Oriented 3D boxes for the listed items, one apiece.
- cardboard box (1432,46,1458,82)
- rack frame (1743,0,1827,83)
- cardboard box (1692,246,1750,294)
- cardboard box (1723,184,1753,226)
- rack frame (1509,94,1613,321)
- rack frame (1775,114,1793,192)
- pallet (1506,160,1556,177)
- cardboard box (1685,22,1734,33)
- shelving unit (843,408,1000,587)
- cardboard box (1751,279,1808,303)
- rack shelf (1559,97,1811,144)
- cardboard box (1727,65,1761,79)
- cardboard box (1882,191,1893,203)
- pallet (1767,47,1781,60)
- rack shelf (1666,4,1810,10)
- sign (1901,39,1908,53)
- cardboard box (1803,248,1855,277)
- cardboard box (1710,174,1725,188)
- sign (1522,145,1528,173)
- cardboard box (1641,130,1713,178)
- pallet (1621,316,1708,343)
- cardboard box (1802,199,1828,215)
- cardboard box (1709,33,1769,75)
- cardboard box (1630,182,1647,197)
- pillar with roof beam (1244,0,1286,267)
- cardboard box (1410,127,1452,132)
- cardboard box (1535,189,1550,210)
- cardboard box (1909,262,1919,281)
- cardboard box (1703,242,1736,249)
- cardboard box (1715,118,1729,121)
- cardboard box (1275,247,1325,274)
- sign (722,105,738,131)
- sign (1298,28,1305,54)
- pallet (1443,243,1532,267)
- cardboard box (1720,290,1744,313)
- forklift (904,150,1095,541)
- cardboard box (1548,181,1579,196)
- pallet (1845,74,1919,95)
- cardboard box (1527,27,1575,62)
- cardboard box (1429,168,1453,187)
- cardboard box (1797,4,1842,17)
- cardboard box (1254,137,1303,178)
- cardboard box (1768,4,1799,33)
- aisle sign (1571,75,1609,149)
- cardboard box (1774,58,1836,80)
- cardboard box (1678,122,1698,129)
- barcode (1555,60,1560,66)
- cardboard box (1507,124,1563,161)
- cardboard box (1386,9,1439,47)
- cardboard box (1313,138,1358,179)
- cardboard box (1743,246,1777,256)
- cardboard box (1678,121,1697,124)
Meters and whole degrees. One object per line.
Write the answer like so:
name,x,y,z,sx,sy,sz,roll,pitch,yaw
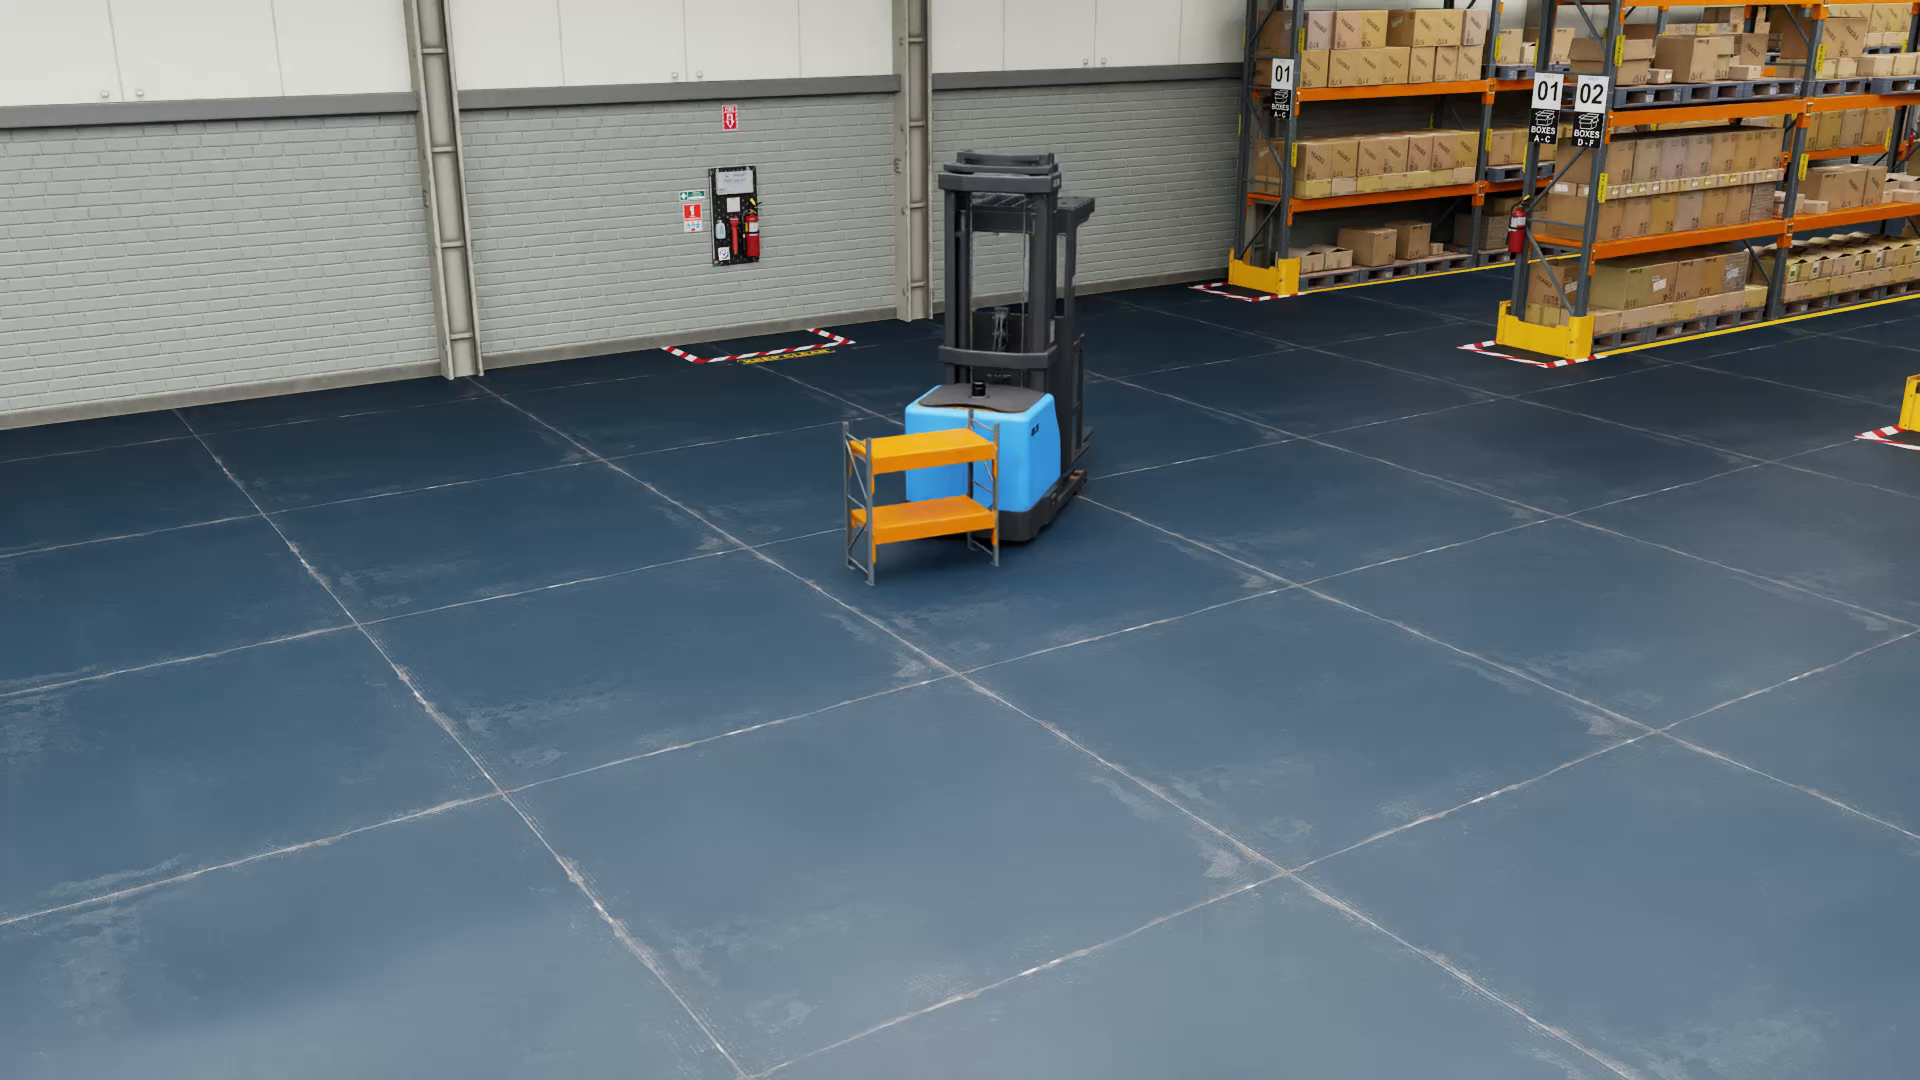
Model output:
cardboard box,6.927,-6.985,24.351,0.500,0.500,0.500,-14,23,-36
rack frame,10.370,-7.265,20.684,0.127,3.000,1.000,-12,22,-31
cardboard box,9.679,-3.450,21.232,0.500,0.500,0.500,-12,22,-31
cardboard box,9.566,-4.296,21.113,0.500,0.500,0.700,-12,22,-32
rack frame,7.029,-3.719,19.561,0.127,3.000,1.000,-12,22,-31
rack frame,14.324,-7.157,29.731,0.127,3.000,1.000,-12,22,-31
pallet,9.353,-6.002,26.613,1.213,0.211,1.003,-12,22,-31
cardboard box,12.646,-8.522,28.241,0.500,0.500,0.700,-12,22,-31
shelving unit,-0.287,-0.332,12.471,1.048,1.125,0.538,-8,20,-23
cardboard box,10.843,-3.324,22.032,0.500,0.250,0.500,-13,22,-33
rack shelf,8.700,-5.151,20.238,4.000,0.370,1.077,-12,22,-31
cardboard box,9.513,-5.705,20.271,0.250,0.149,0.380,-12,22,-31
cardboard box,12.677,-4.769,23.060,0.250,0.149,0.380,-10,21,-27
pallet,15.013,-8.677,29.682,1.213,0.211,1.003,-12,22,-31
rack shelf,12.654,-9.116,27.907,4.000,0.370,1.077,-12,22,-31
sign,13.414,-6.939,23.596,0.005,0.325,0.100,-12,22,-31
cardboard box,11.705,-3.770,22.474,0.500,0.311,0.500,-13,22,-33
cardboard box,9.200,-4.450,20.554,0.250,0.149,0.380,-11,22,-30
sign,6.743,-4.527,19.774,0.005,0.325,0.100,-12,22,-31
cardboard box,8.746,-4.740,20.401,0.500,0.500,0.700,-12,22,-31
pallet,8.663,-2.757,21.071,1.213,0.211,1.003,-12,22,-31
cardboard box,11.223,-4.406,21.985,0.250,0.149,0.380,-12,22,-31
cardboard box,9.804,-6.139,21.005,0.500,0.500,0.500,-10,21,-27
cardboard box,7.904,-4.176,19.744,0.250,0.149,0.380,-12,22,-31
pillar with roof beam,6.778,-7.088,20.161,0.400,9.000,9.100,-12,22,-31
cardboard box,7.135,-6.014,25.384,0.500,0.500,0.500,-13,22,-33
cardboard box,9.473,-5.515,26.921,0.500,0.250,0.500,-12,22,-32
cardboard box,13.406,-3.866,23.635,0.500,0.250,0.500,-11,22,-30
cardboard box,9.811,-3.677,21.904,0.500,0.500,0.500,-12,22,-31
cardboard box,12.791,-7.292,28.307,0.500,0.250,0.500,-12,22,-33
cardboard box,4.929,-4.076,24.128,0.500,0.311,0.500,-15,24,-37
sign,-2.747,-5.039,19.847,0.199,0.298,0.001,-12,22,-31
sign,4.600,-6.733,22.429,0.005,0.325,0.100,-12,22,-31
pallet,8.292,-4.564,26.416,1.213,0.211,1.003,-12,22,-31
cardboard box,9.680,-3.094,21.351,0.500,0.250,0.500,-12,22,-31
forklift,0.486,-1.814,14.034,1.130,2.935,3.031,6,20,17
cardboard box,7.244,-4.192,19.791,0.250,0.149,0.380,-12,22,-32
pallet,12.261,-6.118,22.270,1.213,0.211,1.003,-11,21,-29
cardboard box,9.173,-7.707,25.863,0.500,0.500,0.500,-13,23,-33
cardboard box,6.993,-5.436,24.844,0.500,0.250,0.500,-12,22,-31
cardboard box,15.074,-9.159,29.220,0.500,0.500,0.500,-12,22,-32
cardboard box,4.579,-5.477,23.793,0.500,0.500,0.500,-12,22,-32
cardboard box,14.779,-9.294,29.619,0.500,0.500,0.500,-12,22,-32
aisle sign,7.143,-4.857,18.868,0.004,0.787,0.394,-12,22,-31
cardboard box,10.890,-6.078,21.435,0.500,0.250,0.500,-9,21,-26
cardboard box,11.972,-6.757,27.896,0.500,0.500,0.500,-11,22,-30
barcode,7.016,-5.597,19.527,0.075,0.075,0.001,-12,22,-31
cardboard box,9.090,-6.305,26.367,0.500,0.500,0.700,-9,21,-24
cardboard box,6.491,-7.344,23.853,0.500,0.500,0.500,-13,23,-33
cardboard box,5.284,-5.425,23.640,0.500,0.500,0.500,-12,22,-31
cardboard box,10.982,-3.827,22.642,0.500,0.311,0.500,-11,22,-30
cardboard box,11.953,-7.111,27.773,0.500,0.250,0.500,-12,22,-32
